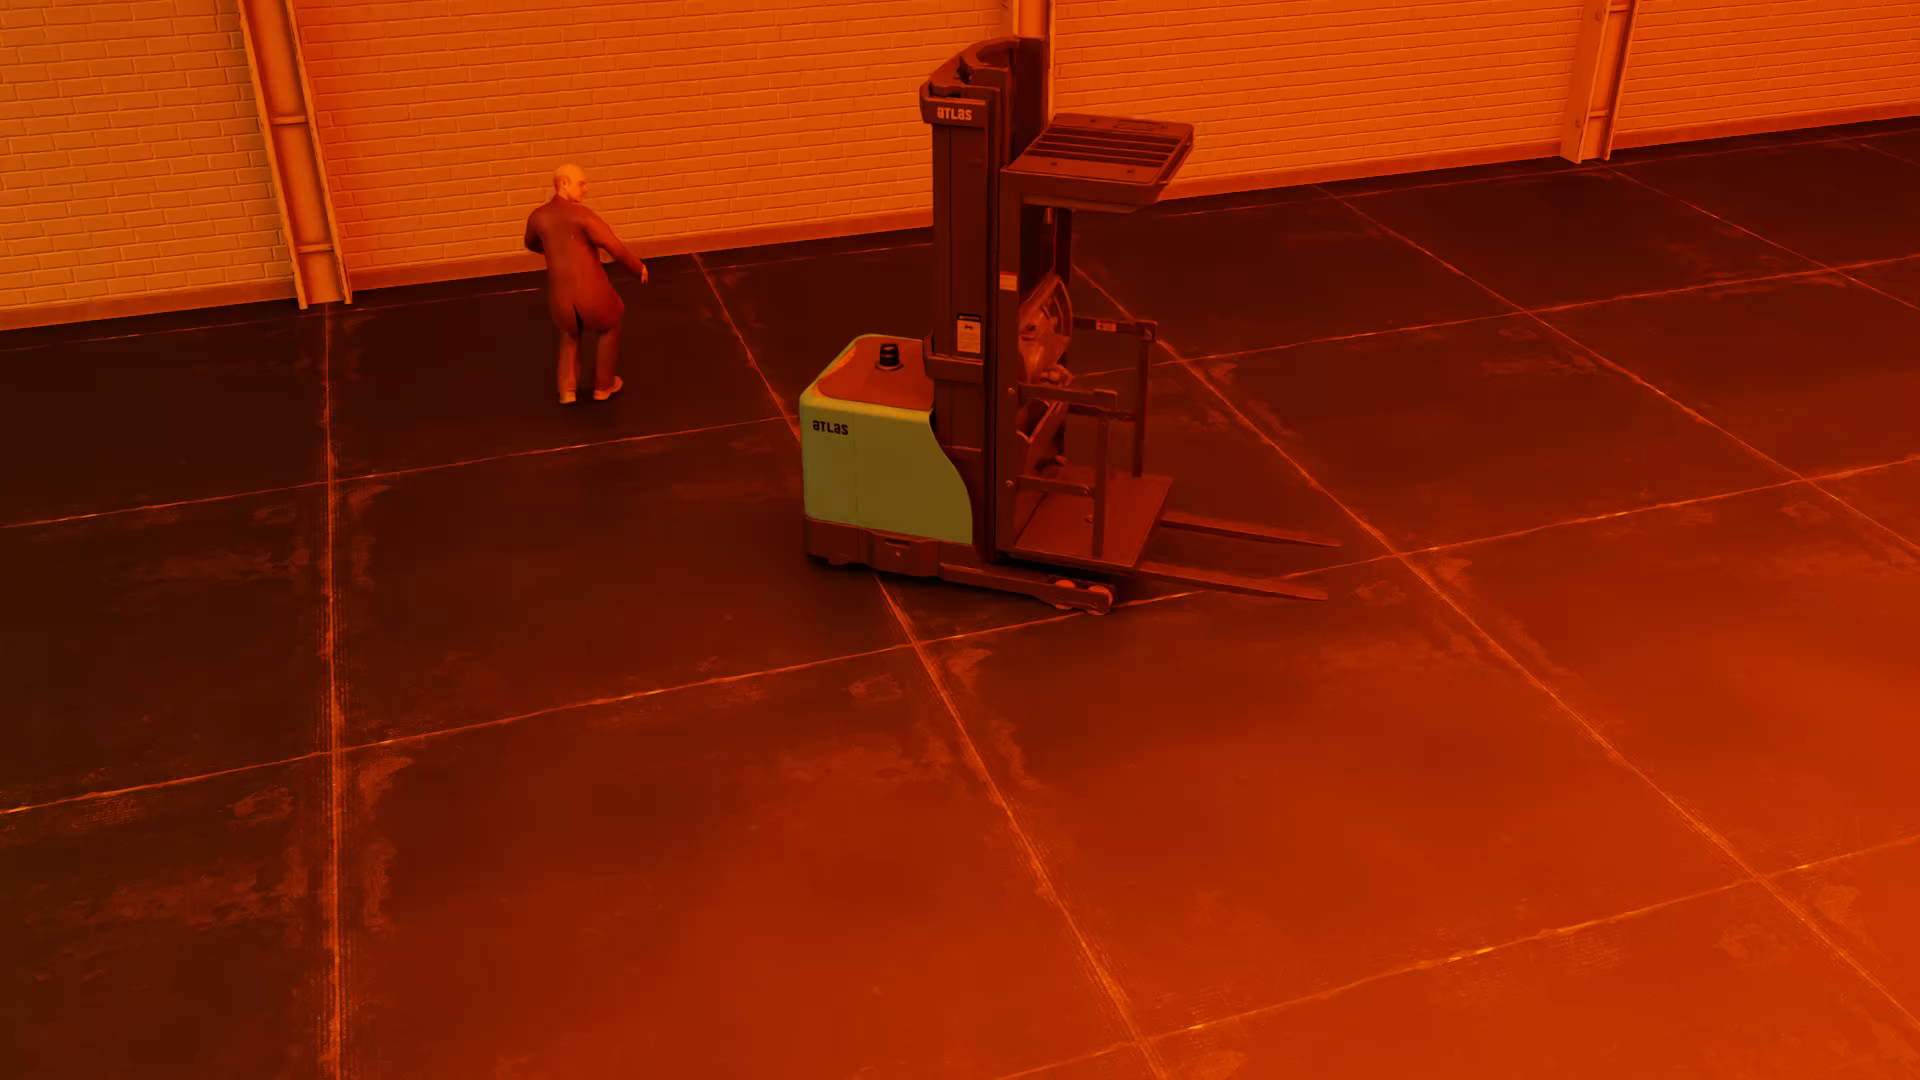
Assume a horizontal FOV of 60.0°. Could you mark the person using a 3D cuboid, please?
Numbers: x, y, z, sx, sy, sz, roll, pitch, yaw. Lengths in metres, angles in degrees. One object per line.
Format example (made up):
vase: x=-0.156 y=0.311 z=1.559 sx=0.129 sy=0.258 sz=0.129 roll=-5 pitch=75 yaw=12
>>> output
person: x=-2.552 y=-1.761 z=11.409 sx=0.862 sy=1.697 sz=0.756 roll=6 pitch=30 yaw=11

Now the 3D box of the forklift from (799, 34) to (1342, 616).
forklift: x=0.657 y=-1.145 z=9.078 sx=3.031 sy=2.935 sz=1.130 roll=9 pitch=31 yaw=16
